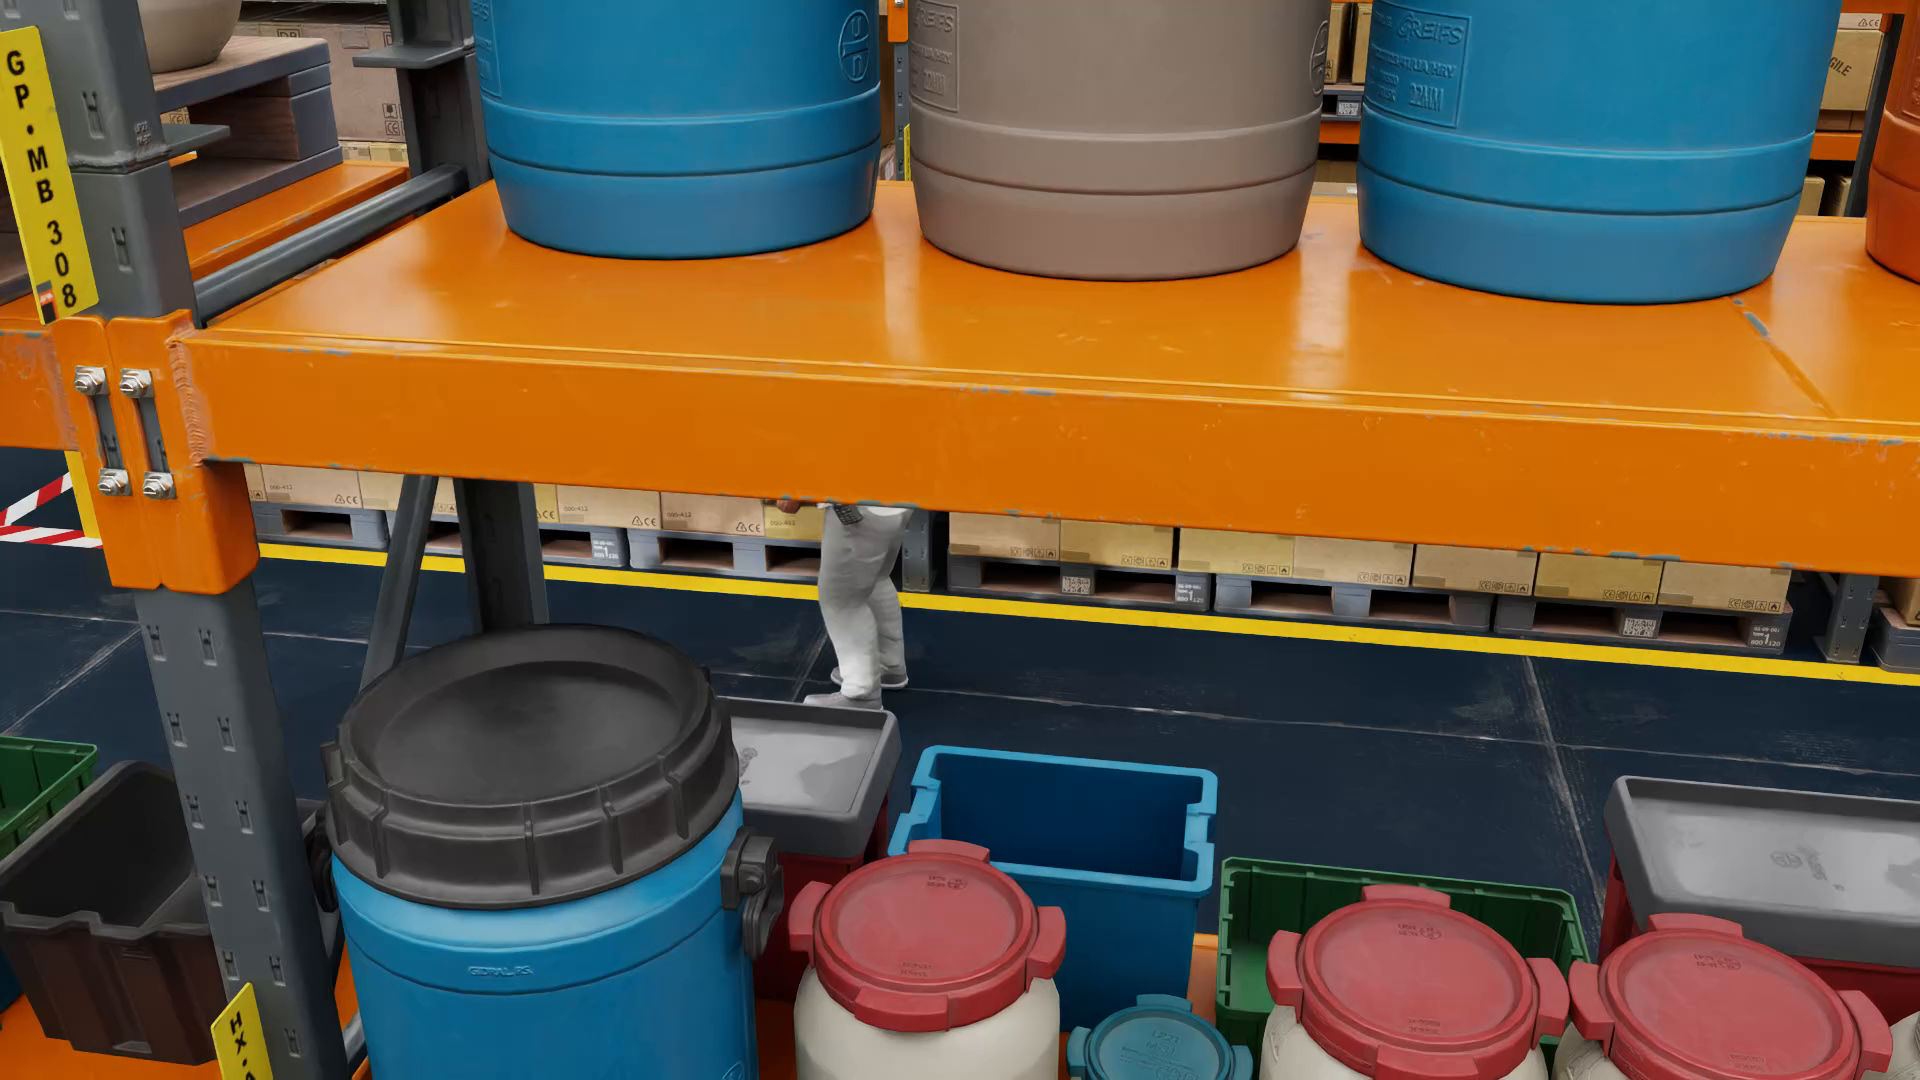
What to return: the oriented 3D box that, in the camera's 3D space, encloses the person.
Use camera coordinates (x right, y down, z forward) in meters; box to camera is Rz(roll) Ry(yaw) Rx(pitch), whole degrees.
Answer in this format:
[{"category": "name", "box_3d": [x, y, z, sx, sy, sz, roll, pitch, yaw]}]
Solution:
[{"category": "person", "box_3d": [-0.446, -0.148, 6.402, 0.556, 1.767, 0.494, 6, 25, 13]}]
